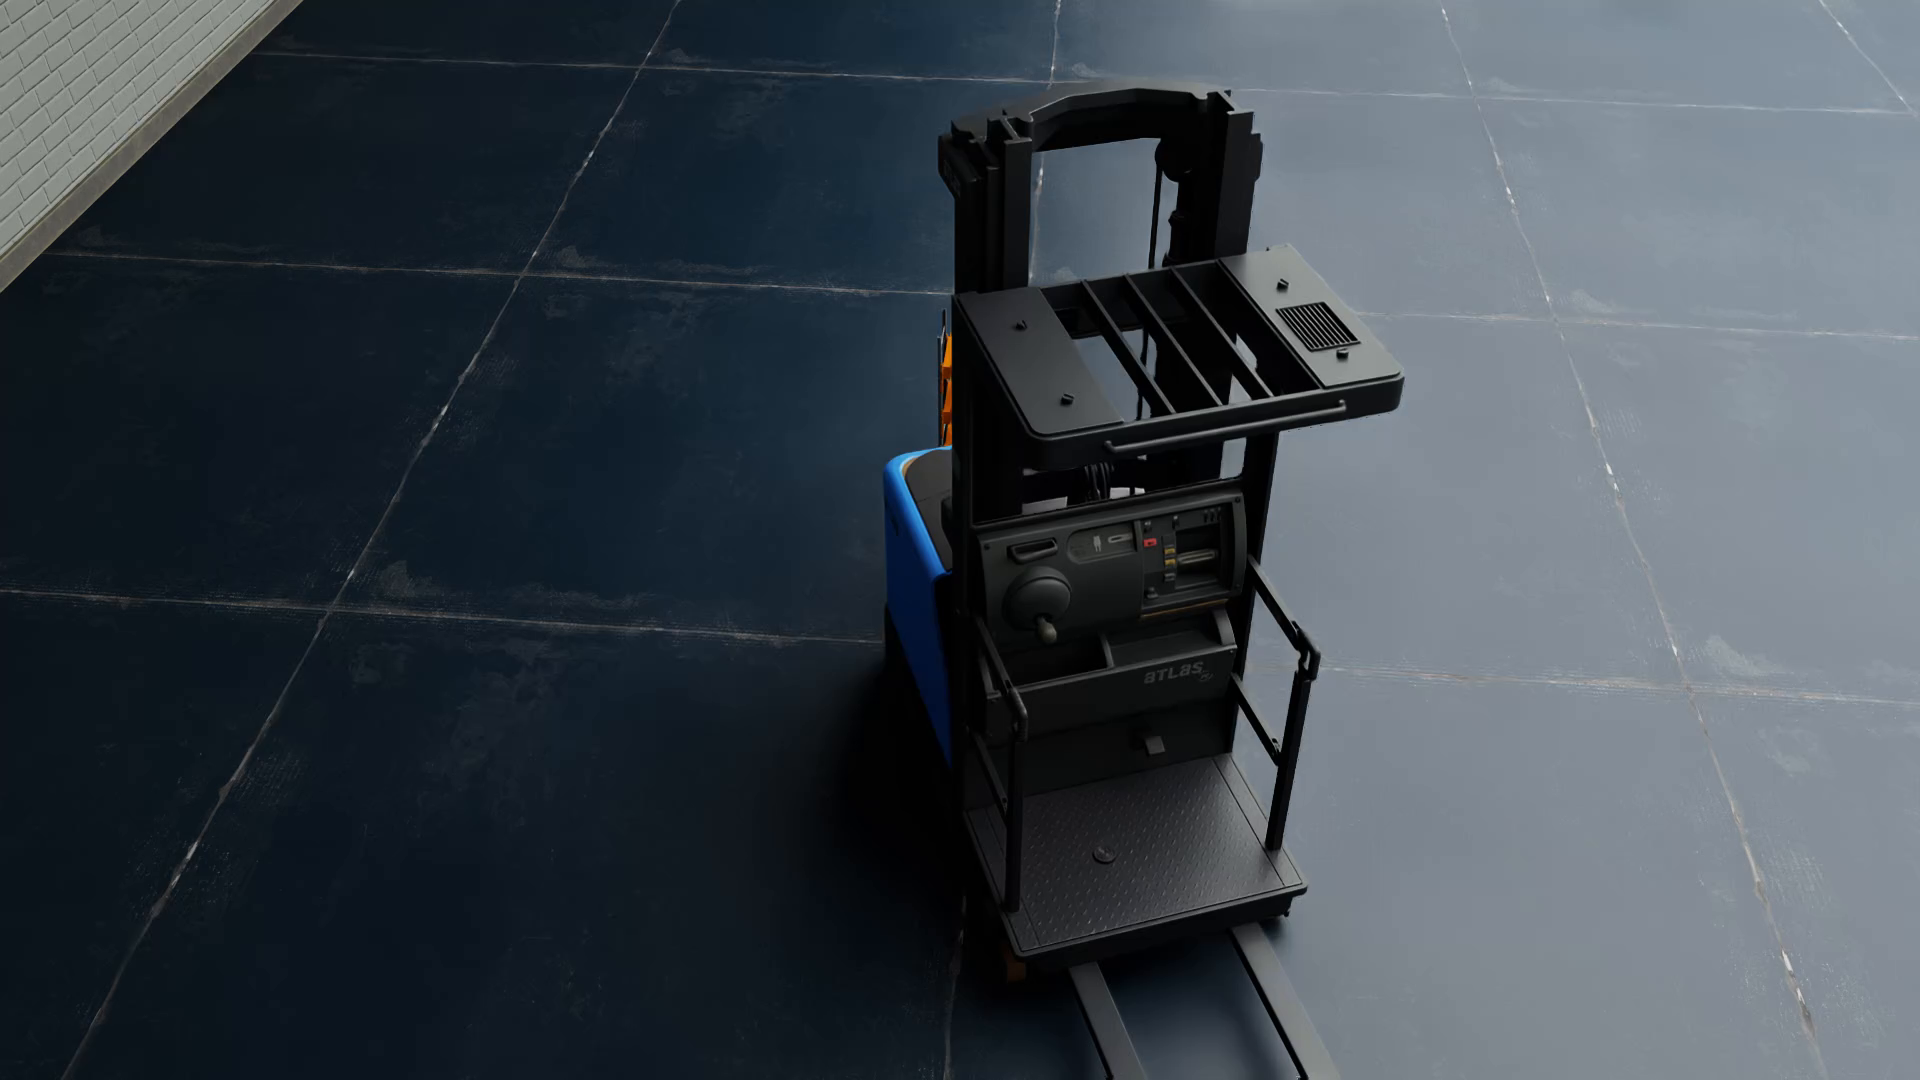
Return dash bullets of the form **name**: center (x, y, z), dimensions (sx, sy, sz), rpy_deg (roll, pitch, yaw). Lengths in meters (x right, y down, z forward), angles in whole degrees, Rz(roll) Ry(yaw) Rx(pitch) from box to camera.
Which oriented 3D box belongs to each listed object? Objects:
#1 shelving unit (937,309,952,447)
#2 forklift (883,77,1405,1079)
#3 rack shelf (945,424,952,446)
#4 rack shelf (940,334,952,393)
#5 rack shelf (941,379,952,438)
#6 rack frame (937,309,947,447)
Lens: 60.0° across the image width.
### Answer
- **shelving unit**: center (0.165, -0.456, 7.531), dimensions (0.503, 1.200, 0.258), rpy_deg (3, 39, 4)
- **forklift**: center (0.580, 0.168, 5.392), dimensions (1.130, 2.935, 3.031), rpy_deg (-10, 40, -13)
- **rack shelf**: center (0.165, -0.404, 7.573), dimensions (0.480, 0.148, 0.258), rpy_deg (3, 39, 4)
- **rack shelf**: center (0.165, -0.761, 7.283), dimensions (0.480, 0.148, 0.258), rpy_deg (3, 39, 4)
- **rack shelf**: center (0.165, -0.578, 7.432), dimensions (0.480, 0.148, 0.258), rpy_deg (3, 39, 4)
- **rack frame**: center (-0.078, -0.470, 7.547), dimensions (0.015, 1.200, 0.240), rpy_deg (3, 39, 4)
